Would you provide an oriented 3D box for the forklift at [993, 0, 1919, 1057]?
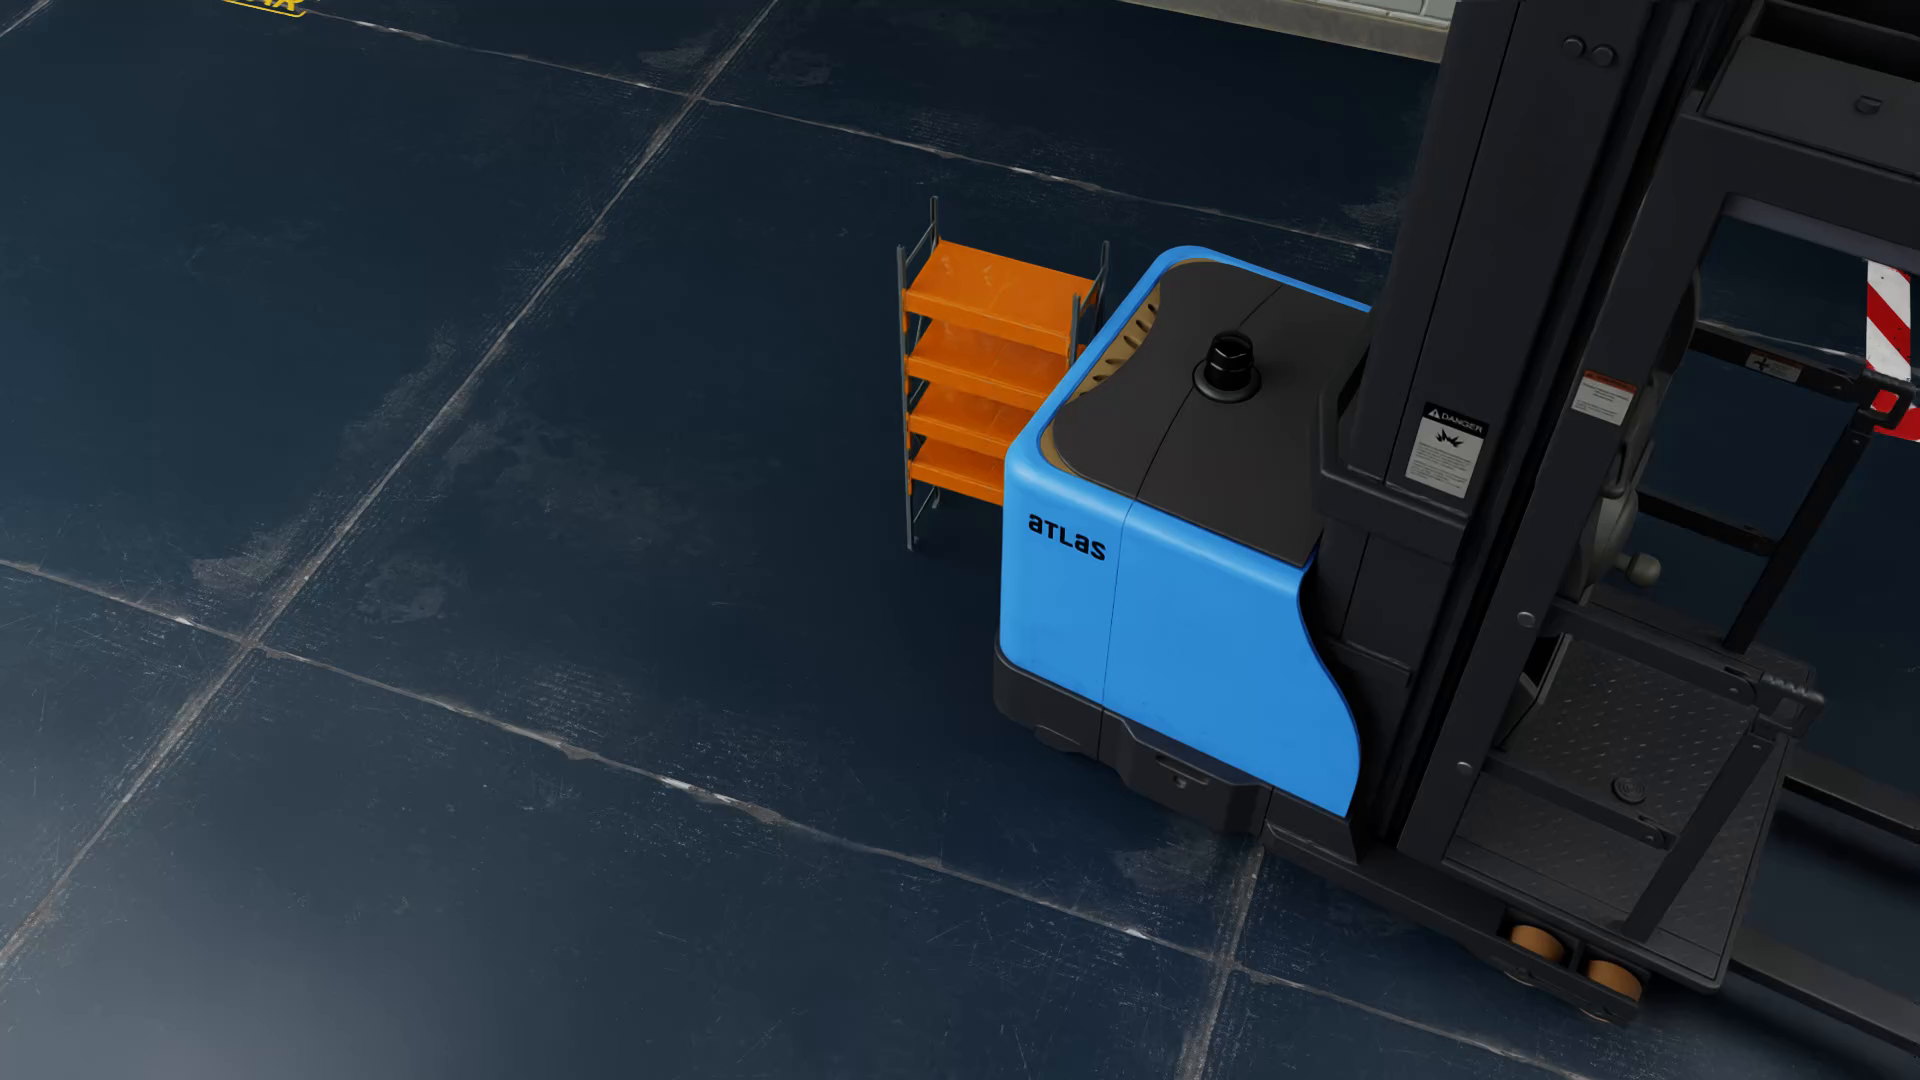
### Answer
[{"bbox_3d":[1.627,-0.211,3.493,3.031,2.935,1.130,24,53,19],"label":"forklift"}]

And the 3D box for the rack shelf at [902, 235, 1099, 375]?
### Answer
[{"bbox_3d":[0.114,-0.633,4.484,0.480,0.148,0.258,18,51,15],"label":"rack shelf"}]

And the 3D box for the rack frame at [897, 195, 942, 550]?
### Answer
[{"bbox_3d":[-0.111,-0.447,4.843,0.015,1.200,0.240,18,51,15],"label":"rack frame"}]

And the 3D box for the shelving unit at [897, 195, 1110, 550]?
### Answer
[{"bbox_3d":[0.114,-0.375,4.781,0.503,1.200,0.258,18,51,15],"label":"shelving unit"}]

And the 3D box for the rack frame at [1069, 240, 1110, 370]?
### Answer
[{"bbox_3d":[0.339,-0.304,4.719,0.015,1.200,0.240,18,51,15],"label":"rack frame"}]

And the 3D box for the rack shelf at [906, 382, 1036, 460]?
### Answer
[{"bbox_3d":[0.114,-0.331,4.832,0.480,0.148,0.258,18,51,15],"label":"rack shelf"}]

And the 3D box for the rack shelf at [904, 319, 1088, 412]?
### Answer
[{"bbox_3d":[0.114,-0.478,4.663,0.480,0.148,0.258,18,51,15],"label":"rack shelf"}]

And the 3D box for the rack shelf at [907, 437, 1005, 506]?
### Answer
[{"bbox_3d":[0.114,-0.201,4.982,0.480,0.148,0.258,18,51,15],"label":"rack shelf"}]
